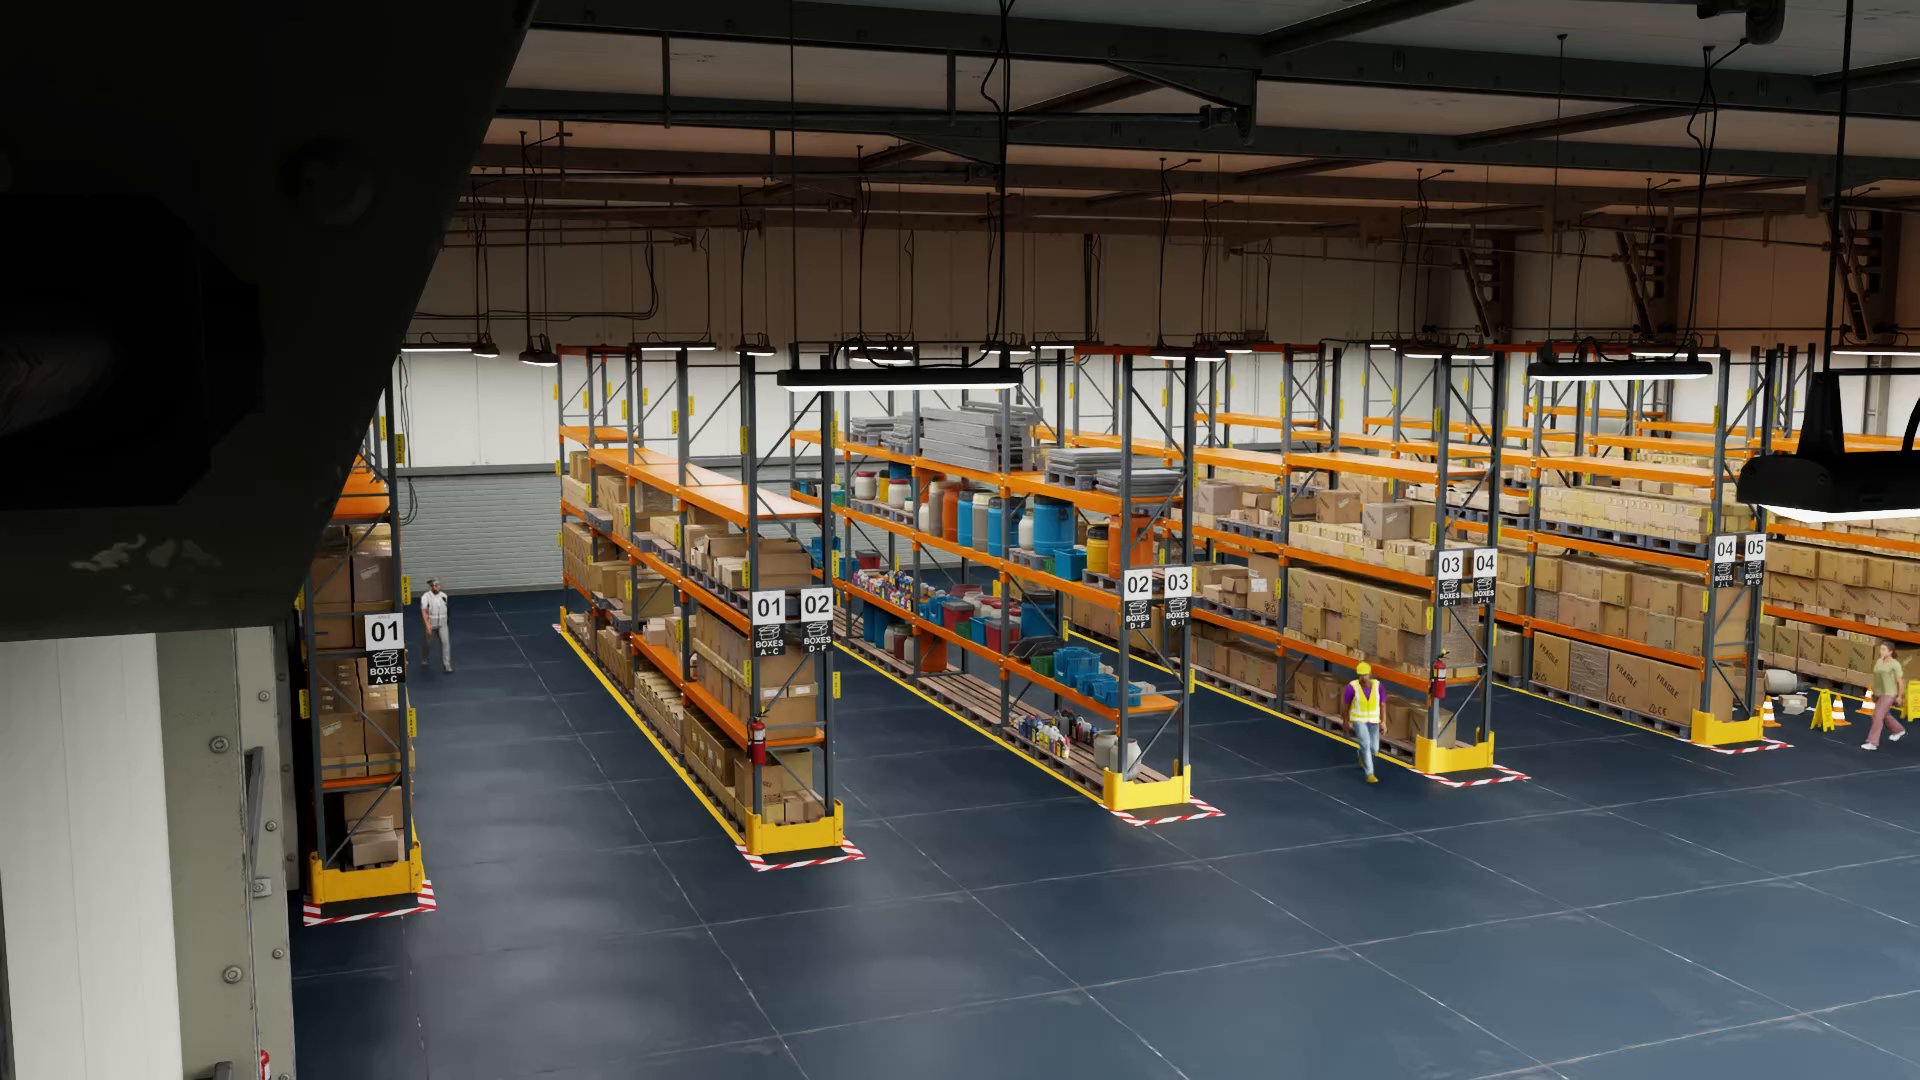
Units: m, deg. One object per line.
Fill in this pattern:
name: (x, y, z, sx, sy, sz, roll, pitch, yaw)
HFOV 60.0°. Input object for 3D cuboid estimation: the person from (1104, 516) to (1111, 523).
person: (3.761, 0.149, 42.558, 0.604, 1.578, 0.691, -1, 7, -10)

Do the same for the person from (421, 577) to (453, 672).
person: (-9.728, 1.546, 30.818, 0.511, 1.723, 1.038, -4, 8, -31)

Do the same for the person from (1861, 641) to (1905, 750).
person: (14.000, 2.334, 25.105, 1.002, 1.627, 0.448, -3, 8, -20)

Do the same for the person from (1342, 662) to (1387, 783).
person: (5.740, 2.538, 23.500, 0.564, 1.649, 1.055, -1, 7, -4)
